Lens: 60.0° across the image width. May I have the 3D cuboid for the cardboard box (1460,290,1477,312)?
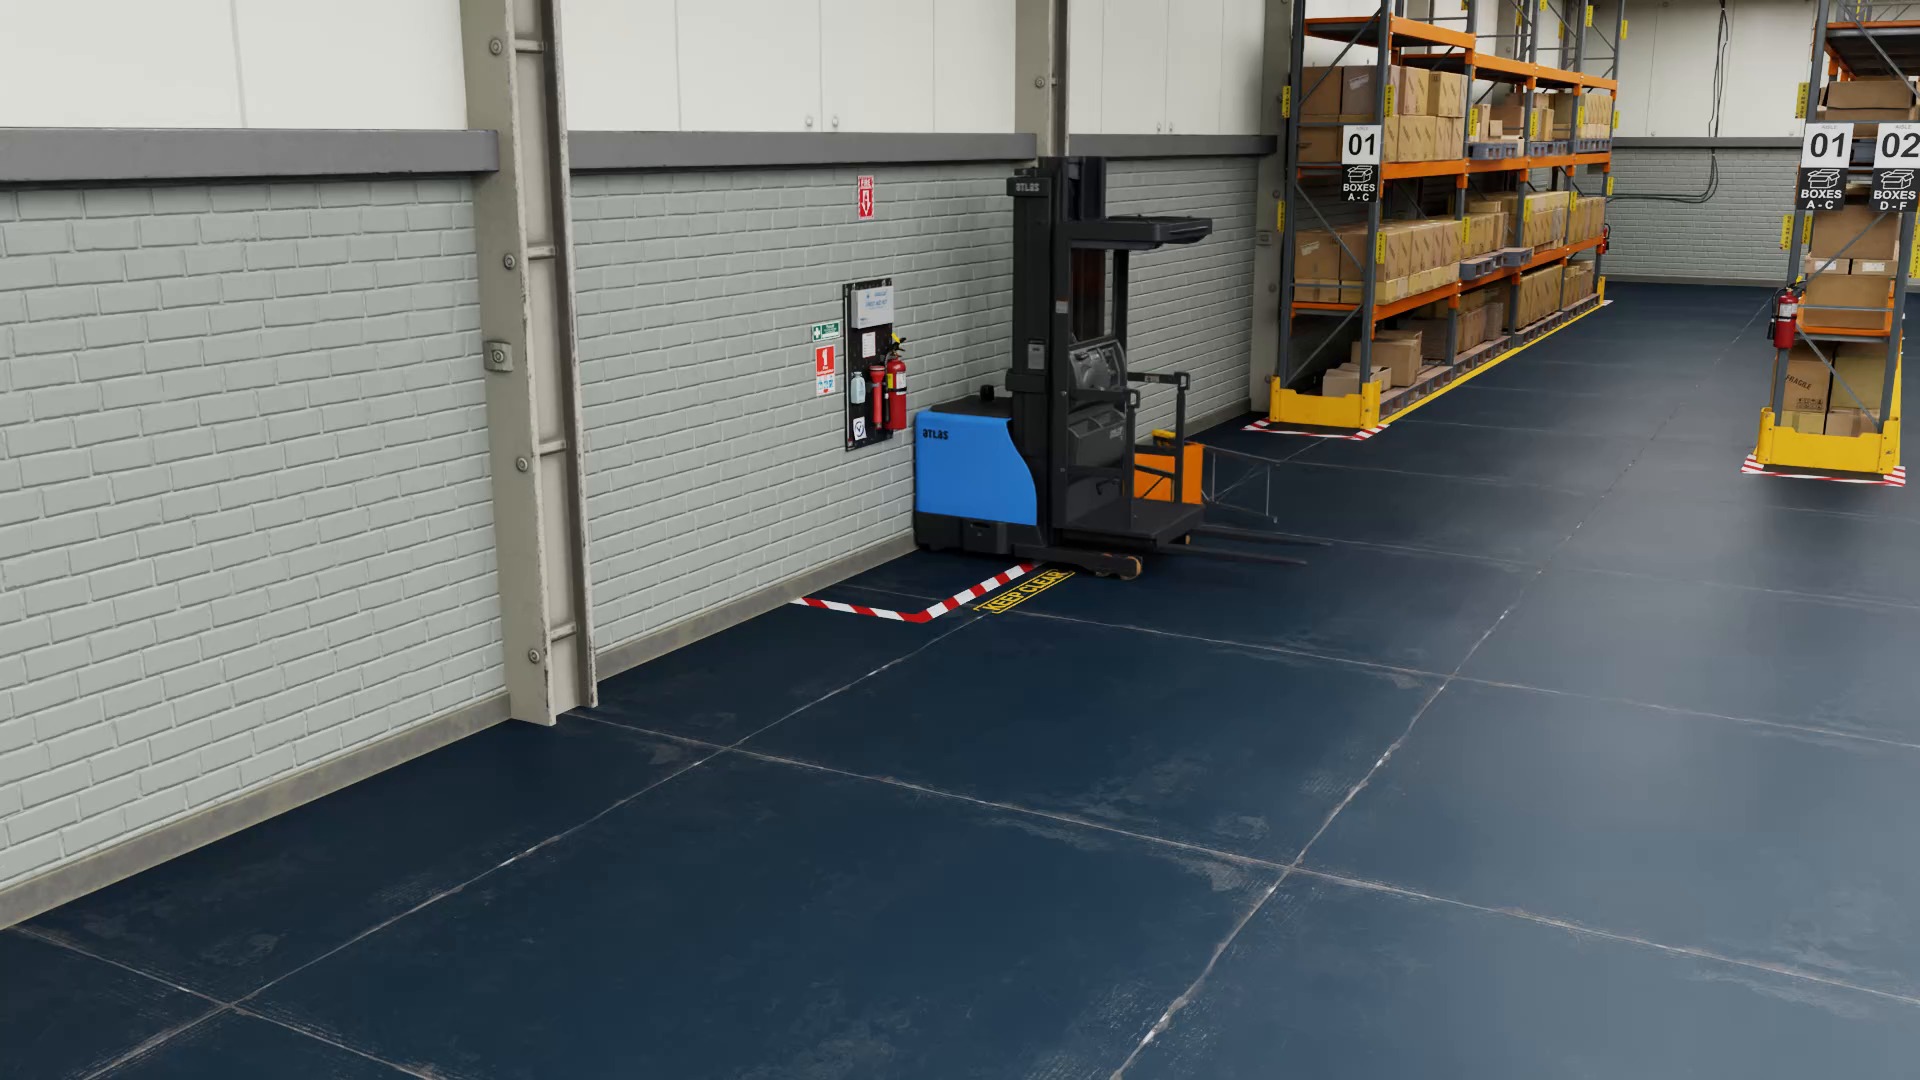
[{"bbox_3d":[6.974,-3.375,23.427,0.500,0.250,0.500,7,15,28],"label":"cardboard box"}]

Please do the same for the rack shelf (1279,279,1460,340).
[{"bbox_3d":[4.951,-2.800,19.784,1.077,0.370,4.000,7,15,28],"label":"rack shelf"}]

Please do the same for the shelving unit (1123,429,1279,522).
[{"bbox_3d":[1.704,-0.466,13.658,1.083,0.587,1.500,-9,16,-33],"label":"shelving unit"}]

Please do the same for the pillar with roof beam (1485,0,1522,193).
[{"bbox_3d":[13.135,-7.872,26.486,9.100,9.000,0.400,7,15,28],"label":"pillar with roof beam"}]

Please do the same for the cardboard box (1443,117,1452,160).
[{"bbox_3d":[5.634,-4.843,20.066,0.500,0.500,0.500,6,15,23],"label":"cardboard box"}]

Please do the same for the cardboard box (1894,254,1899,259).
[{"bbox_3d":[9.071,-2.756,16.469,0.380,0.149,0.250,7,15,27],"label":"cardboard box"}]

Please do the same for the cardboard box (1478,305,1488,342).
[{"bbox_3d":[7.198,-3.134,24.026,0.700,0.500,0.500,7,15,28],"label":"cardboard box"}]

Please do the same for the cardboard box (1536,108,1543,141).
[{"bbox_3d":[8.753,-6.537,26.198,0.700,0.500,0.500,7,15,28],"label":"cardboard box"}]

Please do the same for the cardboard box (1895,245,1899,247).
[{"bbox_3d":[9.818,-3.075,17.792,0.380,0.149,0.250,7,15,28],"label":"cardboard box"}]

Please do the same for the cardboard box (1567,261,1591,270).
[{"bbox_3d":[11.442,-5.072,30.726,0.380,0.149,0.250,8,16,30],"label":"cardboard box"}]

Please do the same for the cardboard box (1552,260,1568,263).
[{"bbox_3d":[11.109,-5.116,30.908,0.380,0.149,0.250,7,15,28],"label":"cardboard box"}]

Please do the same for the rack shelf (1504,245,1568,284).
[{"bbox_3d":[8.818,-4.442,26.592,1.077,0.370,4.000,7,15,28],"label":"rack shelf"}]

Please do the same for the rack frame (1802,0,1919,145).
[{"bbox_3d":[8.322,-5.096,14.970,1.000,3.000,0.127,7,15,28],"label":"rack frame"}]

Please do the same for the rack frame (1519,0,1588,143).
[{"bbox_3d":[9.785,-8.118,27.507,1.000,3.000,0.127,7,15,28],"label":"rack frame"}]

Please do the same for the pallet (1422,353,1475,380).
[{"bbox_3d":[6.293,-2.365,22.392,1.003,0.211,1.213,7,15,28],"label":"pallet"}]

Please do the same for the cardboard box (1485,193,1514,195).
[{"bbox_3d":[8.594,-5.386,26.485,0.500,0.250,0.500,7,15,27],"label":"cardboard box"}]

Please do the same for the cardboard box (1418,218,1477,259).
[{"bbox_3d":[6.470,-4.037,22.228,0.700,0.500,0.500,9,16,34],"label":"cardboard box"}]

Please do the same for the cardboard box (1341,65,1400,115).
[{"bbox_3d":[4.383,-4.794,17.729,0.500,0.500,0.500,6,15,24],"label":"cardboard box"}]

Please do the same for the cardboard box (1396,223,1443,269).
[{"bbox_3d":[5.471,-3.525,19.931,0.500,0.500,0.500,7,15,26],"label":"cardboard box"}]

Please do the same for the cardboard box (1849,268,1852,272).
[{"bbox_3d":[8.809,-2.431,16.502,0.700,0.500,0.500,8,16,29],"label":"cardboard box"}]

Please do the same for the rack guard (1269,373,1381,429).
[{"bbox_3d":[4.021,-1.540,18.356,1.175,0.500,0.348,7,15,28],"label":"rack guard"}]

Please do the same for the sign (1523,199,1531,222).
[{"bbox_3d":[8.331,-4.846,24.433,0.100,0.325,0.005,7,15,28],"label":"sign"}]

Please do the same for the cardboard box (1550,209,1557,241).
[{"bbox_3d":[9.294,-5.074,26.788,0.500,0.500,0.500,7,15,28],"label":"cardboard box"}]

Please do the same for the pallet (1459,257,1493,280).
[{"bbox_3d":[6.414,-3.608,22.007,1.003,0.211,1.213,7,15,28],"label":"pallet"}]

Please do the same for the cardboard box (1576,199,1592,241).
[{"bbox_3d":[10.762,-5.757,29.871,0.980,0.700,0.700,7,15,25],"label":"cardboard box"}]

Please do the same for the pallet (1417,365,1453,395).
[{"bbox_3d":[5.624,-2.063,21.141,1.003,0.211,1.213,7,15,28],"label":"pallet"}]

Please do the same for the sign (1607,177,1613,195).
[{"bbox_3d":[12.187,-6.636,31.184,0.100,0.325,0.005,7,15,28],"label":"sign"}]

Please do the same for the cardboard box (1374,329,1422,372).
[{"bbox_3d":[5.451,-2.342,20.741,0.500,0.500,0.500,6,15,24],"label":"cardboard box"}]

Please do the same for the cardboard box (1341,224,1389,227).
[{"bbox_3d":[4.767,-3.474,19.721,0.500,0.500,0.500,8,16,29],"label":"cardboard box"}]

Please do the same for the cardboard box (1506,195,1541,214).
[{"bbox_3d":[8.556,-5.123,25.392,0.500,0.250,0.500,7,15,27],"label":"cardboard box"}]

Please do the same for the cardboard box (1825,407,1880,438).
[{"bbox_3d":[8.776,-1.132,16.298,0.500,0.250,0.500,7,15,28],"label":"cardboard box"}]

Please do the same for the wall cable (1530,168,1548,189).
[{"bbox_3d":[11.510,-6.886,33.029,0.084,1.984,1.851,7,15,28],"label":"wall cable"}]

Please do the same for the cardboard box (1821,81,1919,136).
[{"bbox_3d":[8.604,-4.077,15.731,0.797,0.503,0.637,9,16,32],"label":"cardboard box"}]

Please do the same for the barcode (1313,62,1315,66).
[{"bbox_3d":[3.890,-5.227,18.286,0.001,0.075,0.075,7,15,28],"label":"barcode"}]

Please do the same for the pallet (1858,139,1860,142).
[{"bbox_3d":[9.866,-4.237,17.998,1.003,0.211,1.213,7,15,28],"label":"pallet"}]

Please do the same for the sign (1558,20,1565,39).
[{"bbox_3d":[11.236,-9.534,31.049,0.100,0.325,0.005,7,15,28],"label":"sign"}]

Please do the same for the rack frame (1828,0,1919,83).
[{"bbox_3d":[10.256,-5.916,18.374,1.000,3.000,0.127,7,15,28],"label":"rack frame"}]

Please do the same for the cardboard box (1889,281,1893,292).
[{"bbox_3d":[10.863,-3.036,19.765,0.380,0.149,0.250,7,15,28],"label":"cardboard box"}]

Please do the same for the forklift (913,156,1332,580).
[{"bbox_3d":[1.192,-1.282,12.099,3.031,2.935,1.130,7,15,27],"label":"forklift"}]

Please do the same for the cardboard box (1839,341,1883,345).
[{"bbox_3d":[9.733,-1.908,17.918,0.500,0.500,0.500,7,15,28],"label":"cardboard box"}]

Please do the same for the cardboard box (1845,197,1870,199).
[{"bbox_3d":[9.561,-3.381,17.676,0.700,0.500,0.500,7,15,28],"label":"cardboard box"}]

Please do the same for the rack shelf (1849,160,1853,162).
[{"bbox_3d":[11.223,-4.519,20.512,1.077,0.370,4.000,7,15,28],"label":"rack shelf"}]

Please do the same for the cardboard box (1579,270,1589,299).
[{"bbox_3d":[11.226,-4.754,30.789,0.700,0.500,0.500,7,15,28],"label":"cardboard box"}]

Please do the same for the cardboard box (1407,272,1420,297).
[{"bbox_3d":[4.988,-2.953,19.159,0.500,0.250,0.500,7,15,27],"label":"cardboard box"}]

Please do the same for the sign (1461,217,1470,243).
[{"bbox_3d":[6.396,-3.921,21.052,0.100,0.325,0.005,7,15,28],"label":"sign"}]

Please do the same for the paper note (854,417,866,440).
[{"bbox_3d":[-0.709,-0.791,11.794,0.016,0.148,0.142,7,15,28],"label":"paper note"}]

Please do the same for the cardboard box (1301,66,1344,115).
[{"bbox_3d":[3.964,-4.861,18.005,0.500,0.500,0.500,8,16,31],"label":"cardboard box"}]

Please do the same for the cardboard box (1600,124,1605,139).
[{"bbox_3d":[11.346,-7.373,30.028,0.500,0.250,0.500,7,15,26],"label":"cardboard box"}]

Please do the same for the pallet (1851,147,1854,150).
[{"bbox_3d":[10.671,-4.548,19.505,0.805,0.209,1.217,7,15,26],"label":"pallet"}]

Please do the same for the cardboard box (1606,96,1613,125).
[{"bbox_3d":[11.604,-7.844,30.380,0.500,0.500,0.500,7,15,28],"label":"cardboard box"}]

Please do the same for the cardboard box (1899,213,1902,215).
[{"bbox_3d":[13.323,-4.525,24.292,0.700,0.500,0.500,3,14,14],"label":"cardboard box"}]

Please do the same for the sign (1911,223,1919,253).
[{"bbox_3d":[10.742,-3.397,18.707,0.100,0.325,0.005,7,15,28],"label":"sign"}]

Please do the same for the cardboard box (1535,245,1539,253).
[{"bbox_3d":[8.945,-4.626,26.315,0.380,0.149,0.250,7,15,28],"label":"cardboard box"}]

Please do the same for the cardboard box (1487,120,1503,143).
[{"bbox_3d":[7.144,-5.644,23.380,0.797,0.503,0.637,10,17,36],"label":"cardboard box"}]

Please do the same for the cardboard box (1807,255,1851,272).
[{"bbox_3d":[8.465,-2.697,16.223,0.380,0.149,0.250,8,16,29],"label":"cardboard box"}]
